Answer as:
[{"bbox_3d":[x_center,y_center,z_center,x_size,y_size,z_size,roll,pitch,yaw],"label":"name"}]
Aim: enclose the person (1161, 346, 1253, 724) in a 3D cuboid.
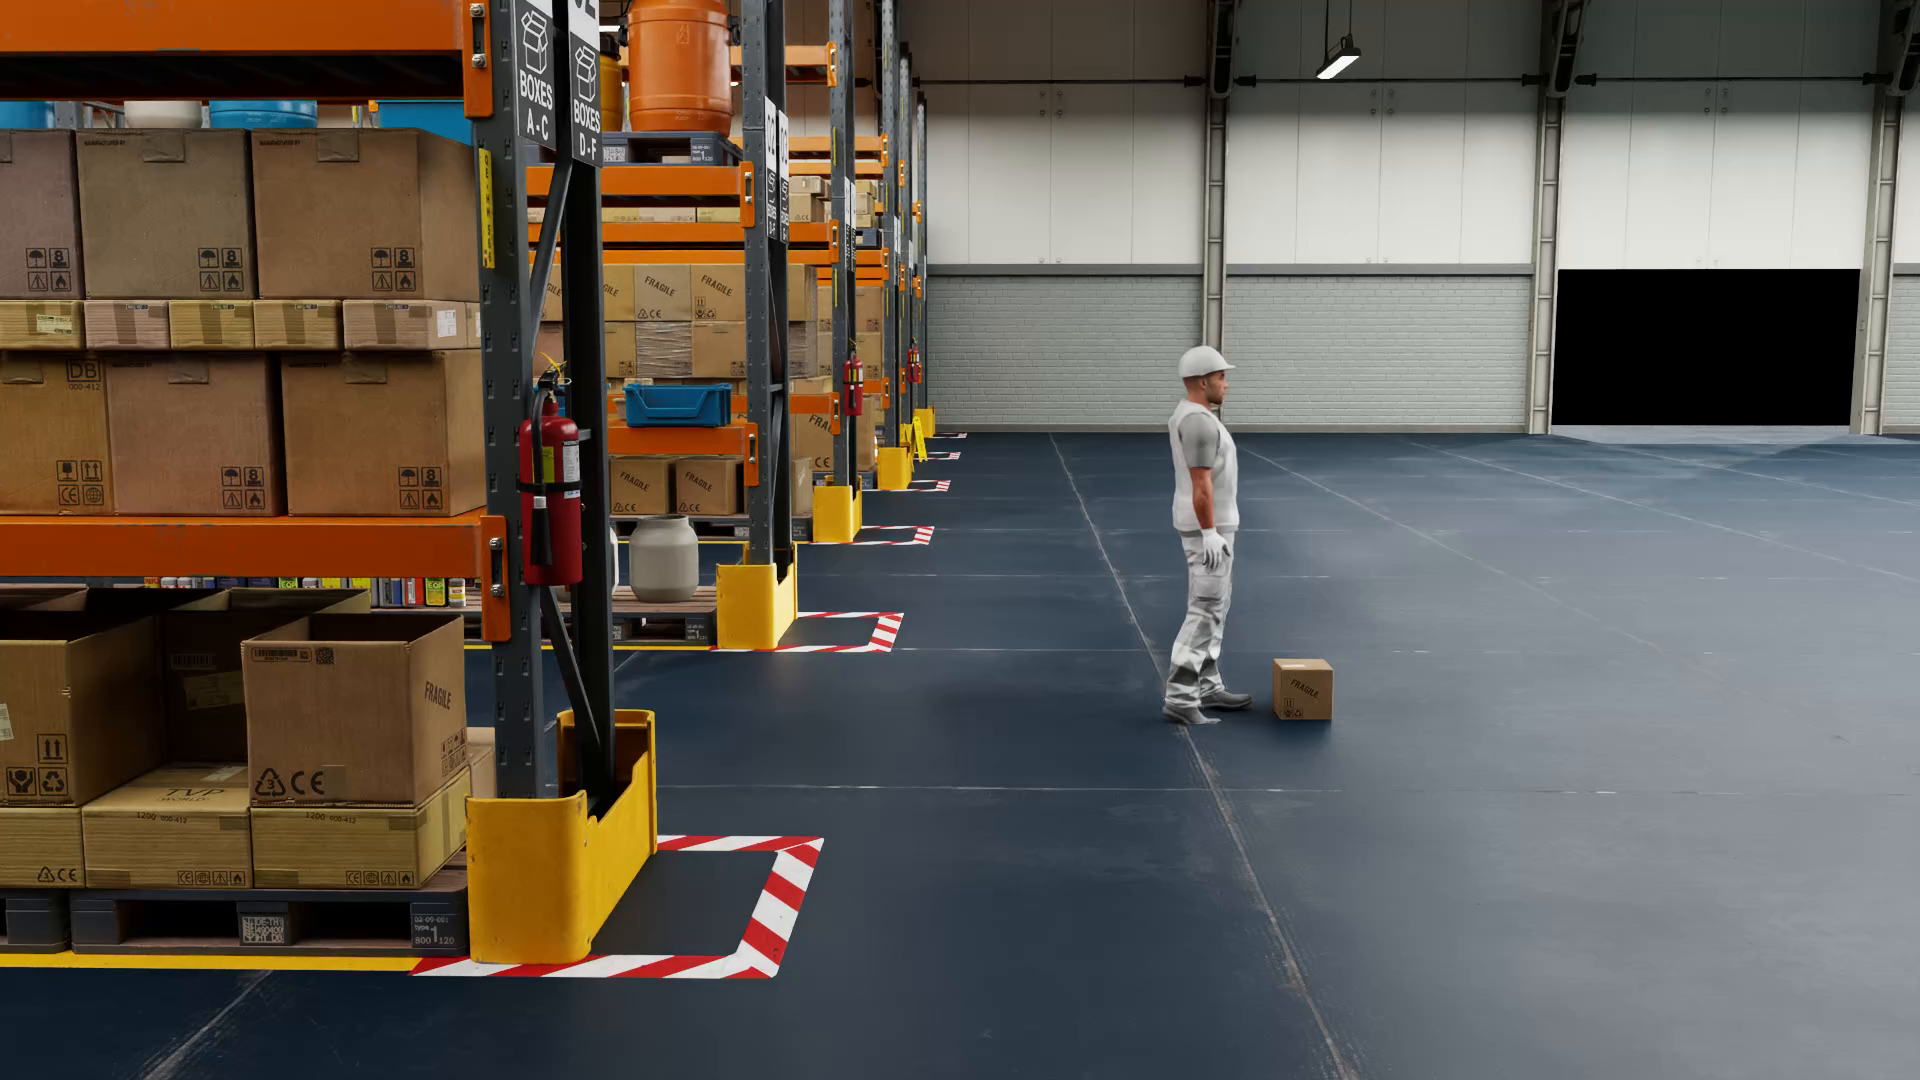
[{"bbox_3d":[1.212,-0.019,8.057,0.477,1.830,0.542,0,7,2],"label":"person"}]
